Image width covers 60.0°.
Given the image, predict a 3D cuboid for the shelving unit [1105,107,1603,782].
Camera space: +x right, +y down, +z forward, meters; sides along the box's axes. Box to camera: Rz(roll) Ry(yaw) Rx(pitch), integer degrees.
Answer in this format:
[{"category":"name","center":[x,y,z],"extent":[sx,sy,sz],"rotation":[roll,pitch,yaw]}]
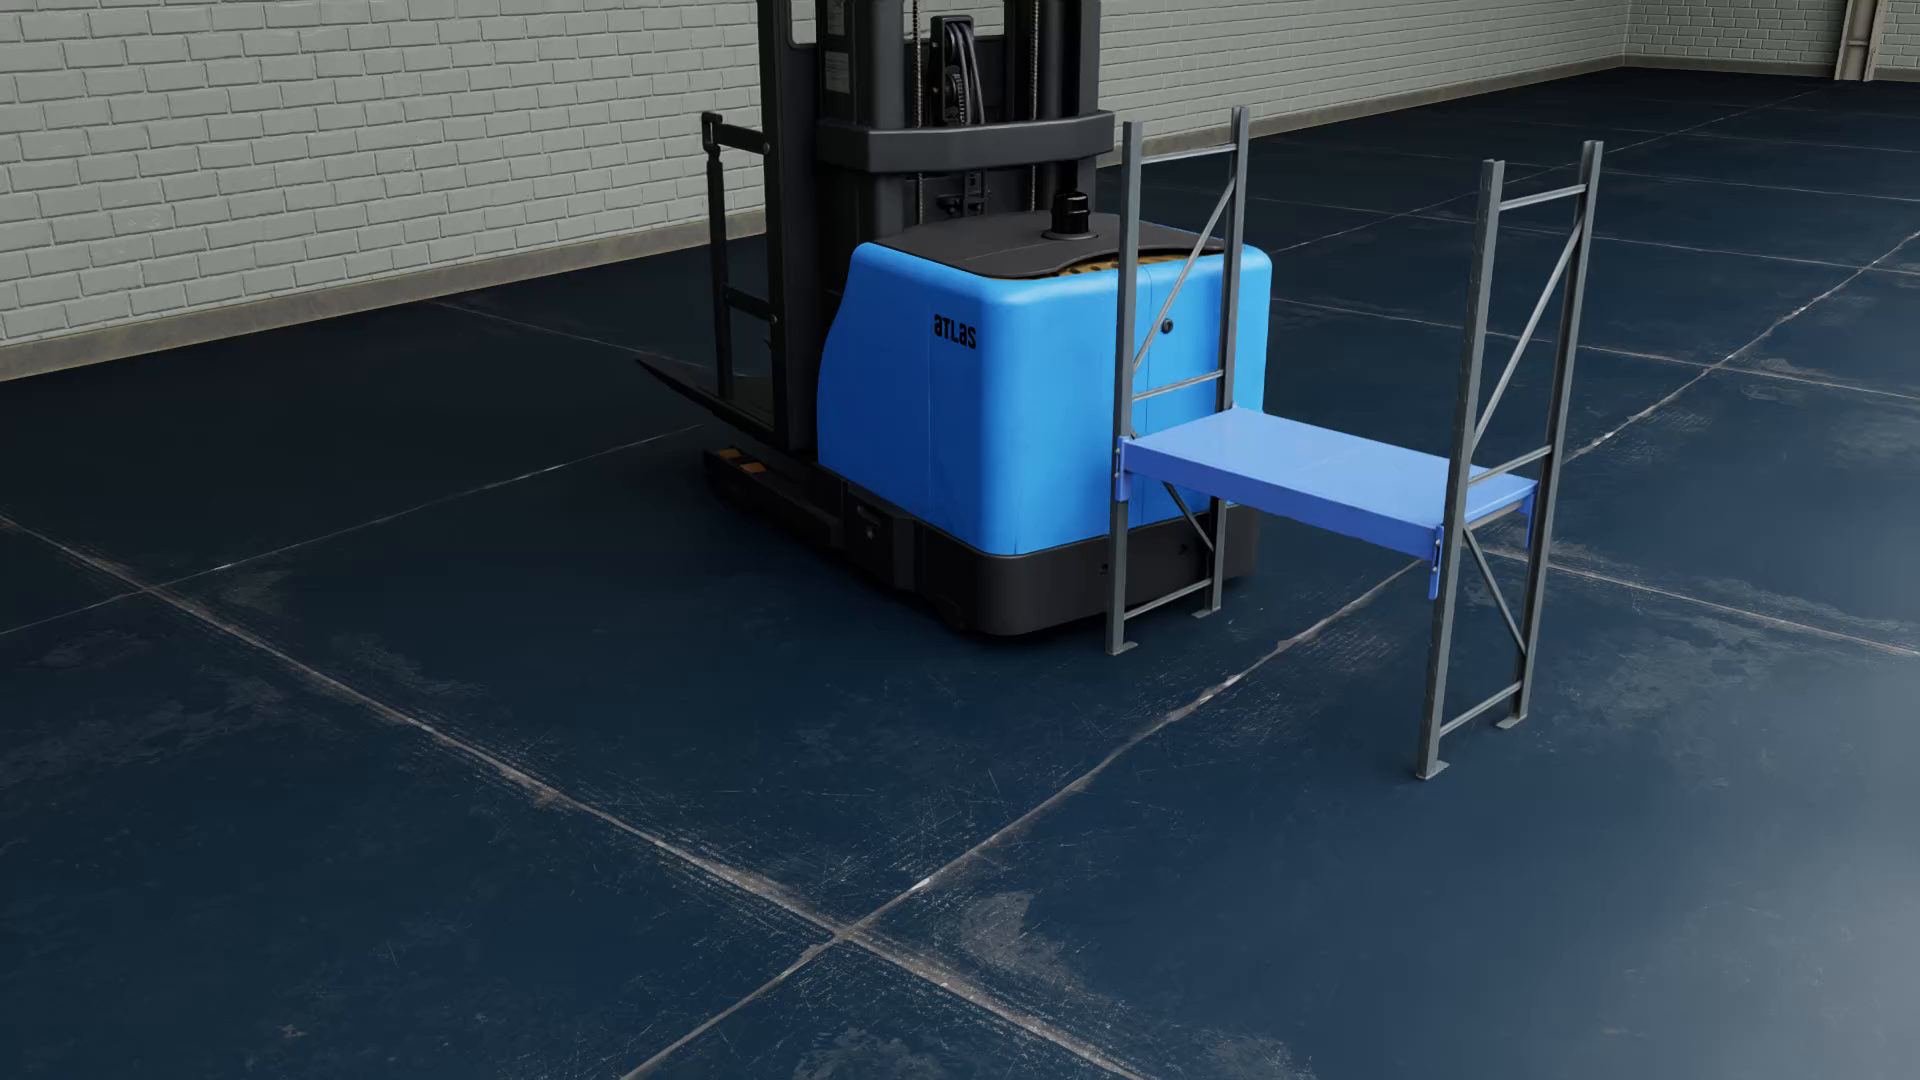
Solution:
[{"category":"shelving unit","center":[0.961,-0.301,4.340],"extent":[0.538,1.500,1.048],"rotation":[-19,28,-41]}]

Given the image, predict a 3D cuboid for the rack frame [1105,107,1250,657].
[{"category":"rack frame","center":[0.608,-0.430,4.682],"extent":[0.500,1.500,0.032],"rotation":[-19,28,-41]}]

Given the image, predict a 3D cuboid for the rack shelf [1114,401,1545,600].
[{"category":"rack shelf","center":[0.961,-0.132,4.404],"extent":[0.538,0.185,1.000],"rotation":[-19,28,-41]}]

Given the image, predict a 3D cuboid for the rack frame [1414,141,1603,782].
[{"category":"rack frame","center":[1.314,-0.172,3.998],"extent":[0.500,1.500,0.032],"rotation":[-19,28,-41]}]

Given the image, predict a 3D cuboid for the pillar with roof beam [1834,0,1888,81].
[{"category":"pillar with roof beam","center":[8.739,-8.941,16.626],"extent":[0.400,9.000,9.100],"rotation":[16,26,36]}]

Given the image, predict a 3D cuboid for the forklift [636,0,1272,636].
[{"category":"forklift","center":[-0.284,-1.565,5.664],"extent":[1.130,2.935,3.031],"rotation":[-13,24,-31]}]
